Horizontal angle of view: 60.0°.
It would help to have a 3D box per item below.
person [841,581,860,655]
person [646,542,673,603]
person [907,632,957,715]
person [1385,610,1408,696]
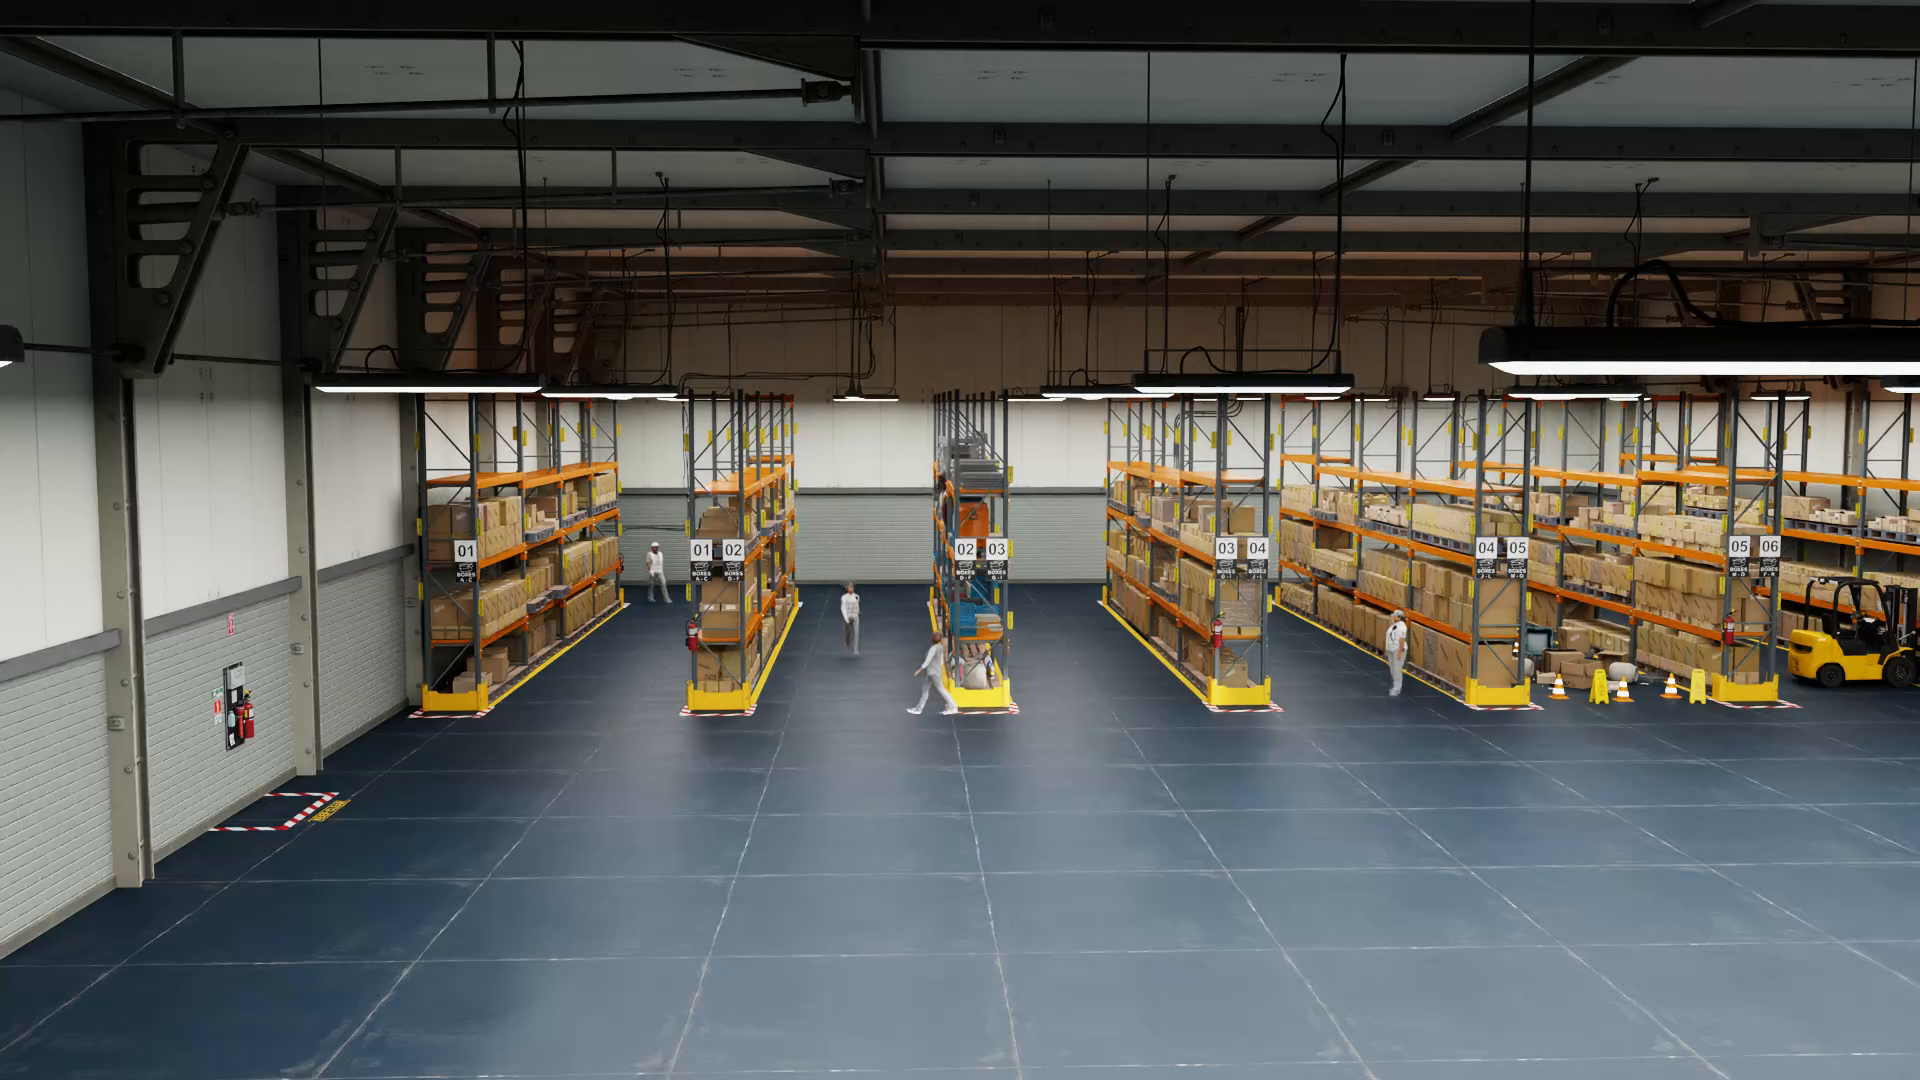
[{"bbox_3d":[-2.477,1.759,37.815,0.462,1.641,0.956,-1,5,-8],"label":"person"},{"bbox_3d":[-8.672,0.933,47.573,0.599,1.734,0.955,-3,6,-33],"label":"person"},{"bbox_3d":[-0.510,2.445,30.541,0.921,1.537,0.382,0,5,-4],"label":"person"},{"bbox_3d":[8.616,2.223,32.928,0.503,1.683,0.492,-2,5,-26],"label":"person"}]
